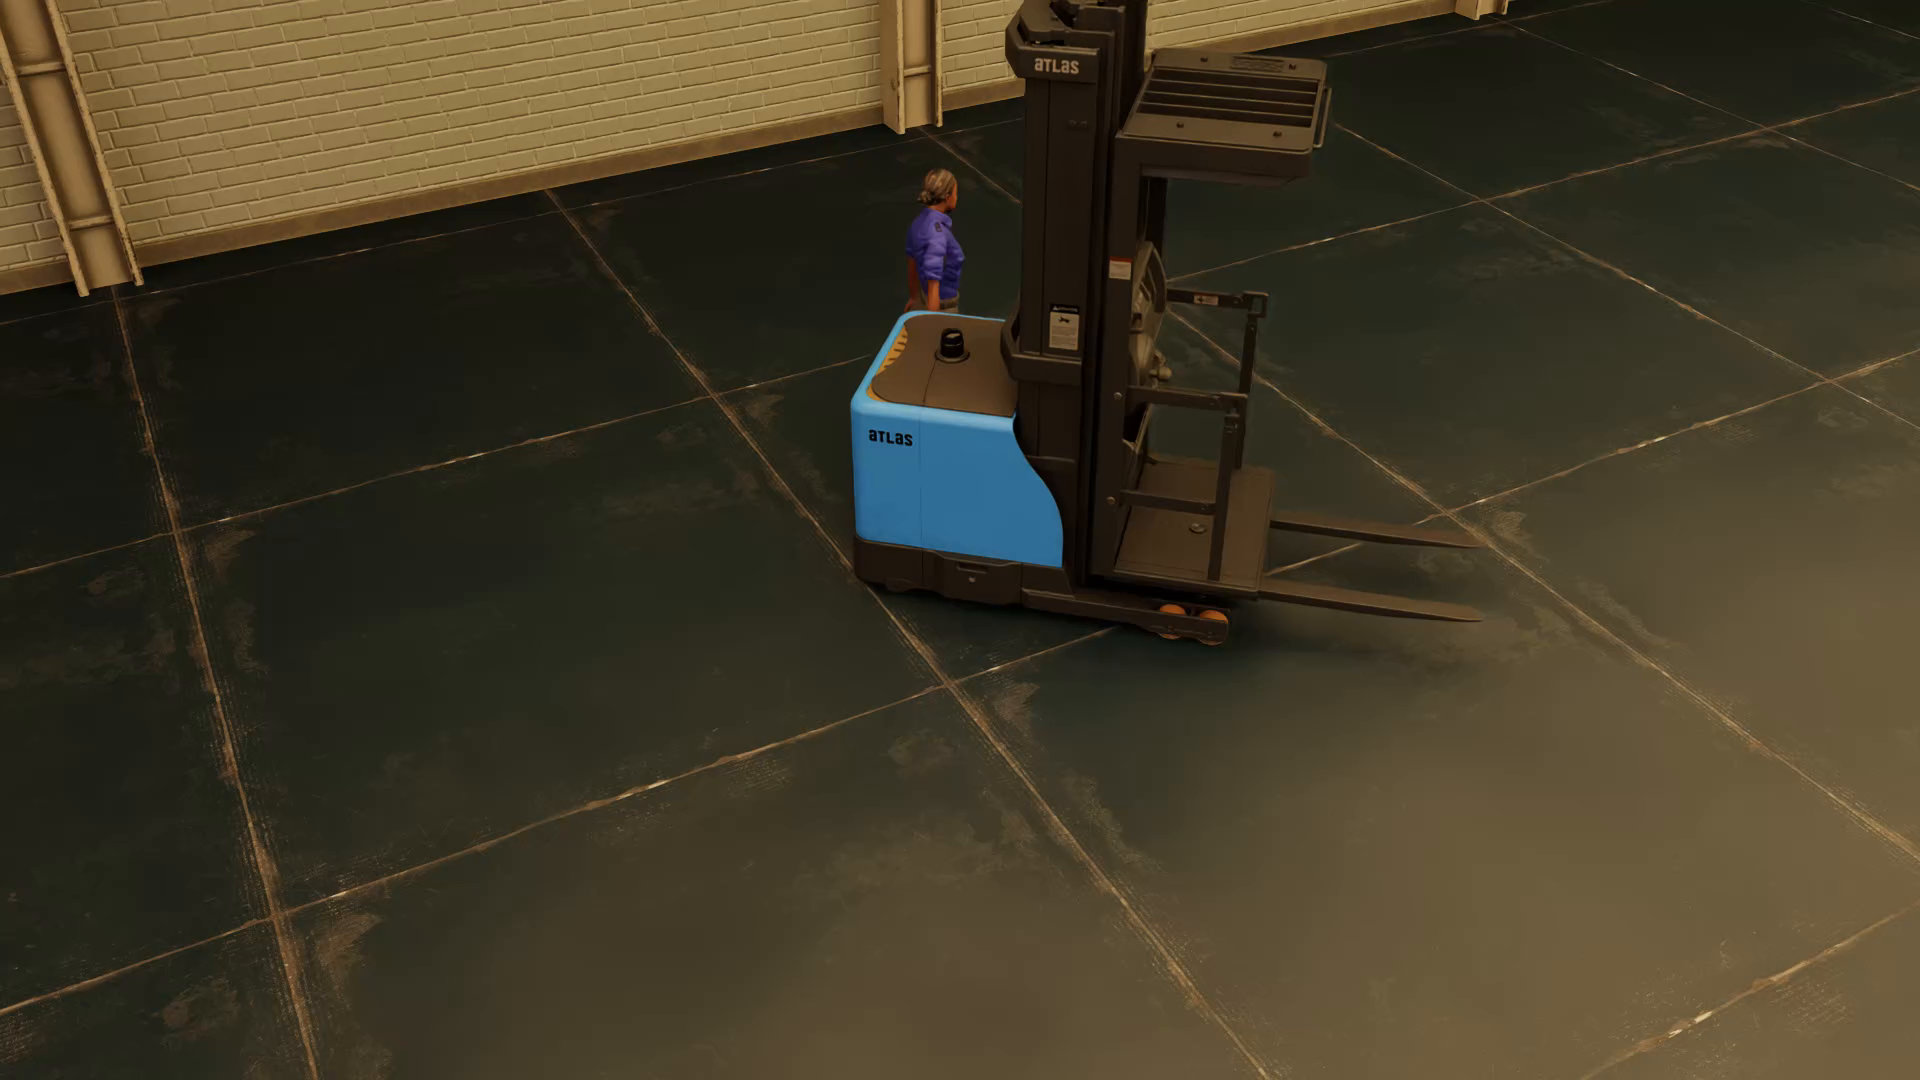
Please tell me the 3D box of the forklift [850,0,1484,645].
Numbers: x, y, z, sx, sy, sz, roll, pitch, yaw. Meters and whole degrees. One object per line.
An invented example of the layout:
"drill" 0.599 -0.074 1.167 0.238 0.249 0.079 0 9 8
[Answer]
"forklift" 1.046 -1.033 7.585 3.031 2.935 1.130 8 36 11

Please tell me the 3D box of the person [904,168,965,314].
"person" -0.187 -1.189 9.015 0.465 1.635 0.804 -6 36 -9
